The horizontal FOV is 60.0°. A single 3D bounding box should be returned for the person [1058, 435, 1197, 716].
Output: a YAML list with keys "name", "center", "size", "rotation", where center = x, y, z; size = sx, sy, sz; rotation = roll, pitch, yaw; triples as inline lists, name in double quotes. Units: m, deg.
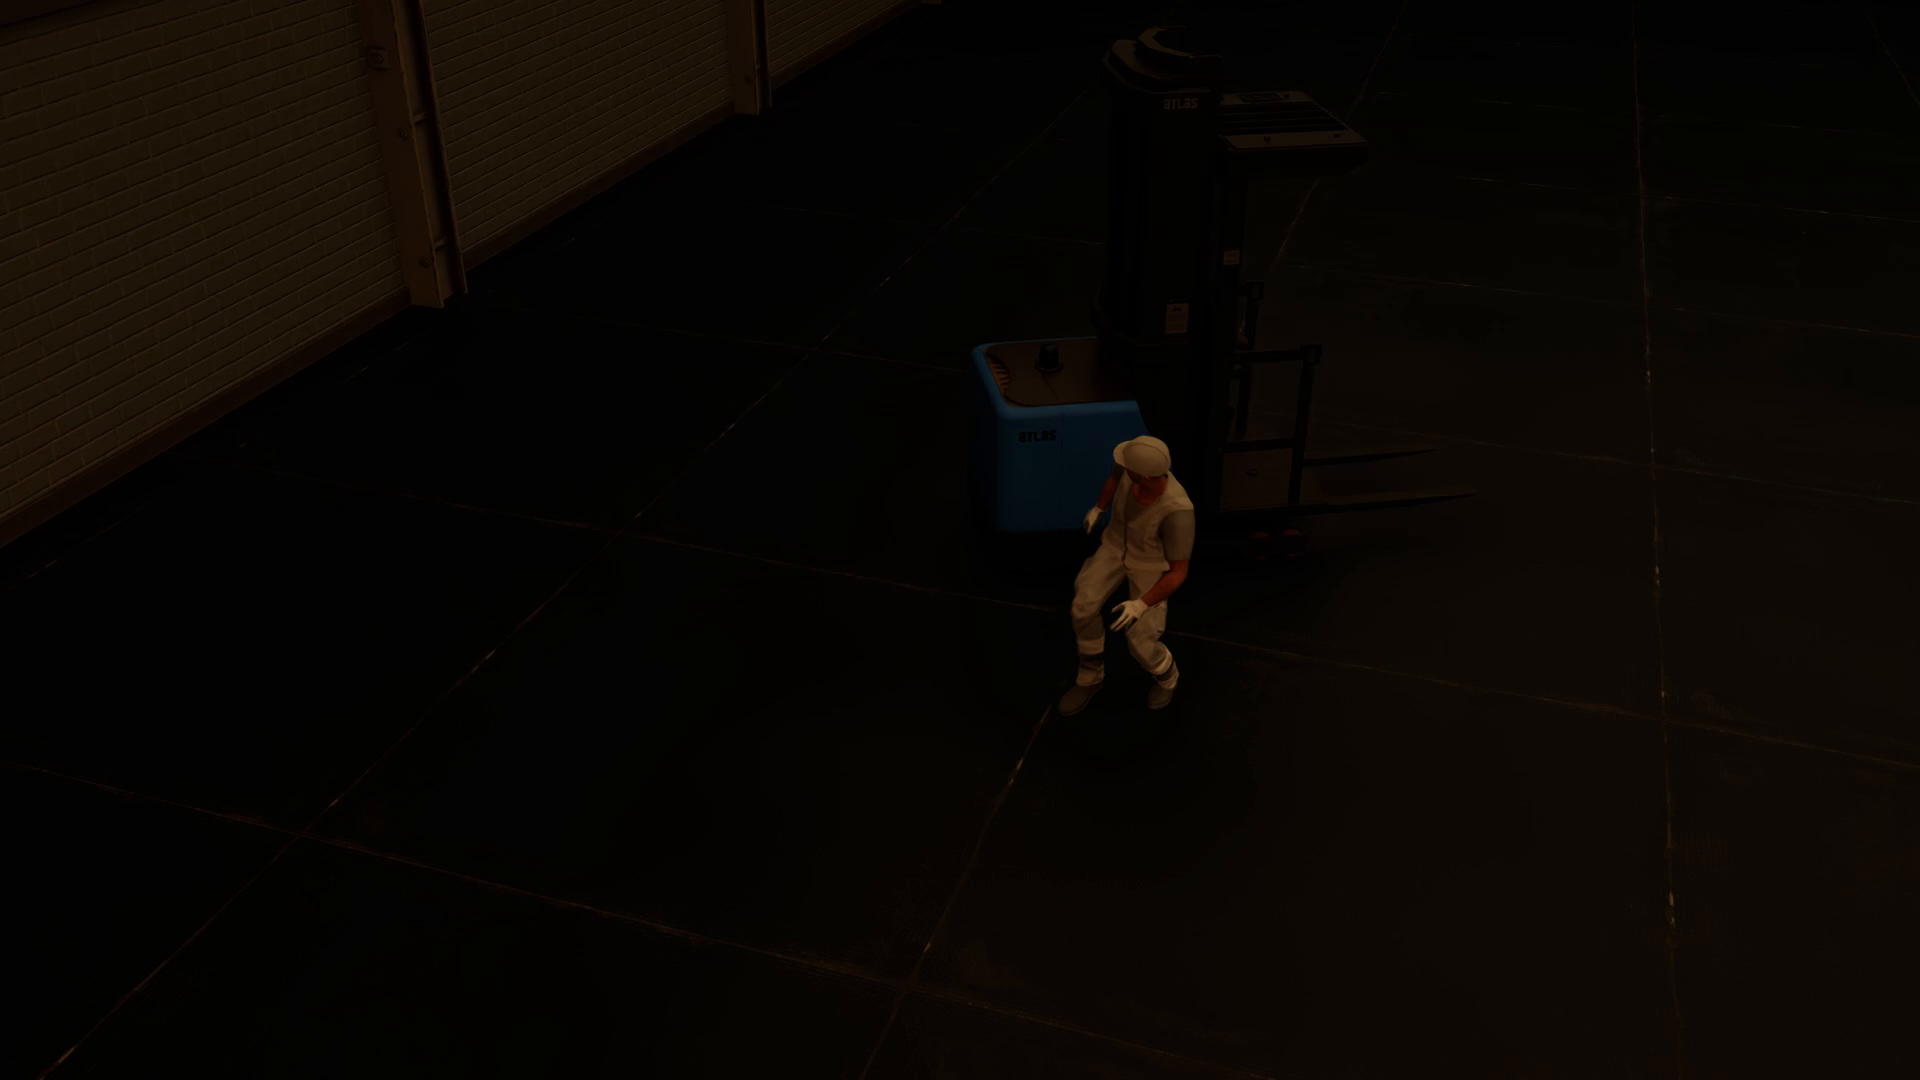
- name: "person"
  center: [0.802, 0.139, 8.310]
  size: [0.781, 1.561, 0.771]
  rotation: [19, 35, 30]

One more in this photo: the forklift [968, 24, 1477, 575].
- name: "forklift"
  center: [1.614, -1.407, 9.605]
  size: [3.031, 2.935, 1.130]
  rotation: [-5, 30, -8]
